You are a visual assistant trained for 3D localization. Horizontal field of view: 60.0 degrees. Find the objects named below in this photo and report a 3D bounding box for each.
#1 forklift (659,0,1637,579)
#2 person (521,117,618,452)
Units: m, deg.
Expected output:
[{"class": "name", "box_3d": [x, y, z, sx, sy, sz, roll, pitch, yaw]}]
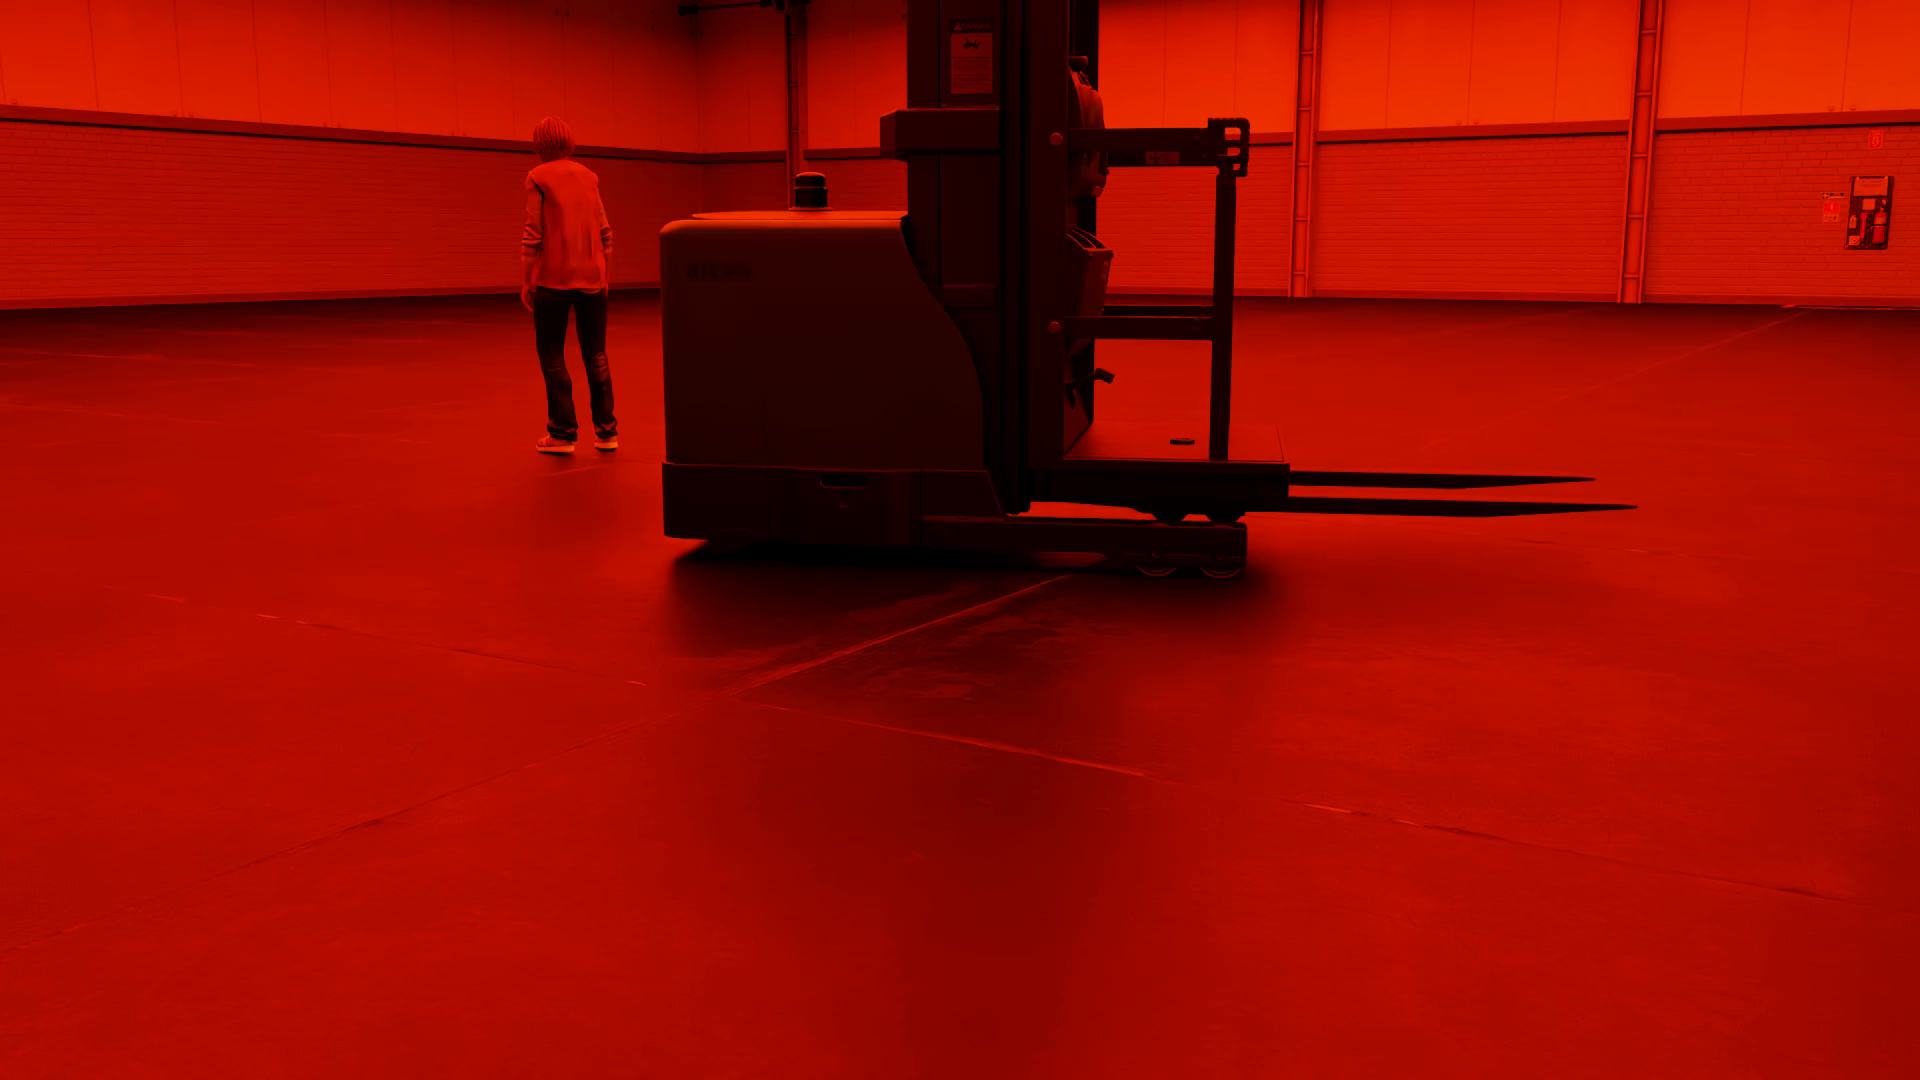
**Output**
[{"class": "forklift", "box_3d": [0.600, -1.426, 5.354, 3.031, 2.935, 1.130, 2, 10, 9]}, {"class": "person", "box_3d": [-1.877, -1.214, 7.987, 0.485, 1.593, 0.344, -8, 13, -38]}]
